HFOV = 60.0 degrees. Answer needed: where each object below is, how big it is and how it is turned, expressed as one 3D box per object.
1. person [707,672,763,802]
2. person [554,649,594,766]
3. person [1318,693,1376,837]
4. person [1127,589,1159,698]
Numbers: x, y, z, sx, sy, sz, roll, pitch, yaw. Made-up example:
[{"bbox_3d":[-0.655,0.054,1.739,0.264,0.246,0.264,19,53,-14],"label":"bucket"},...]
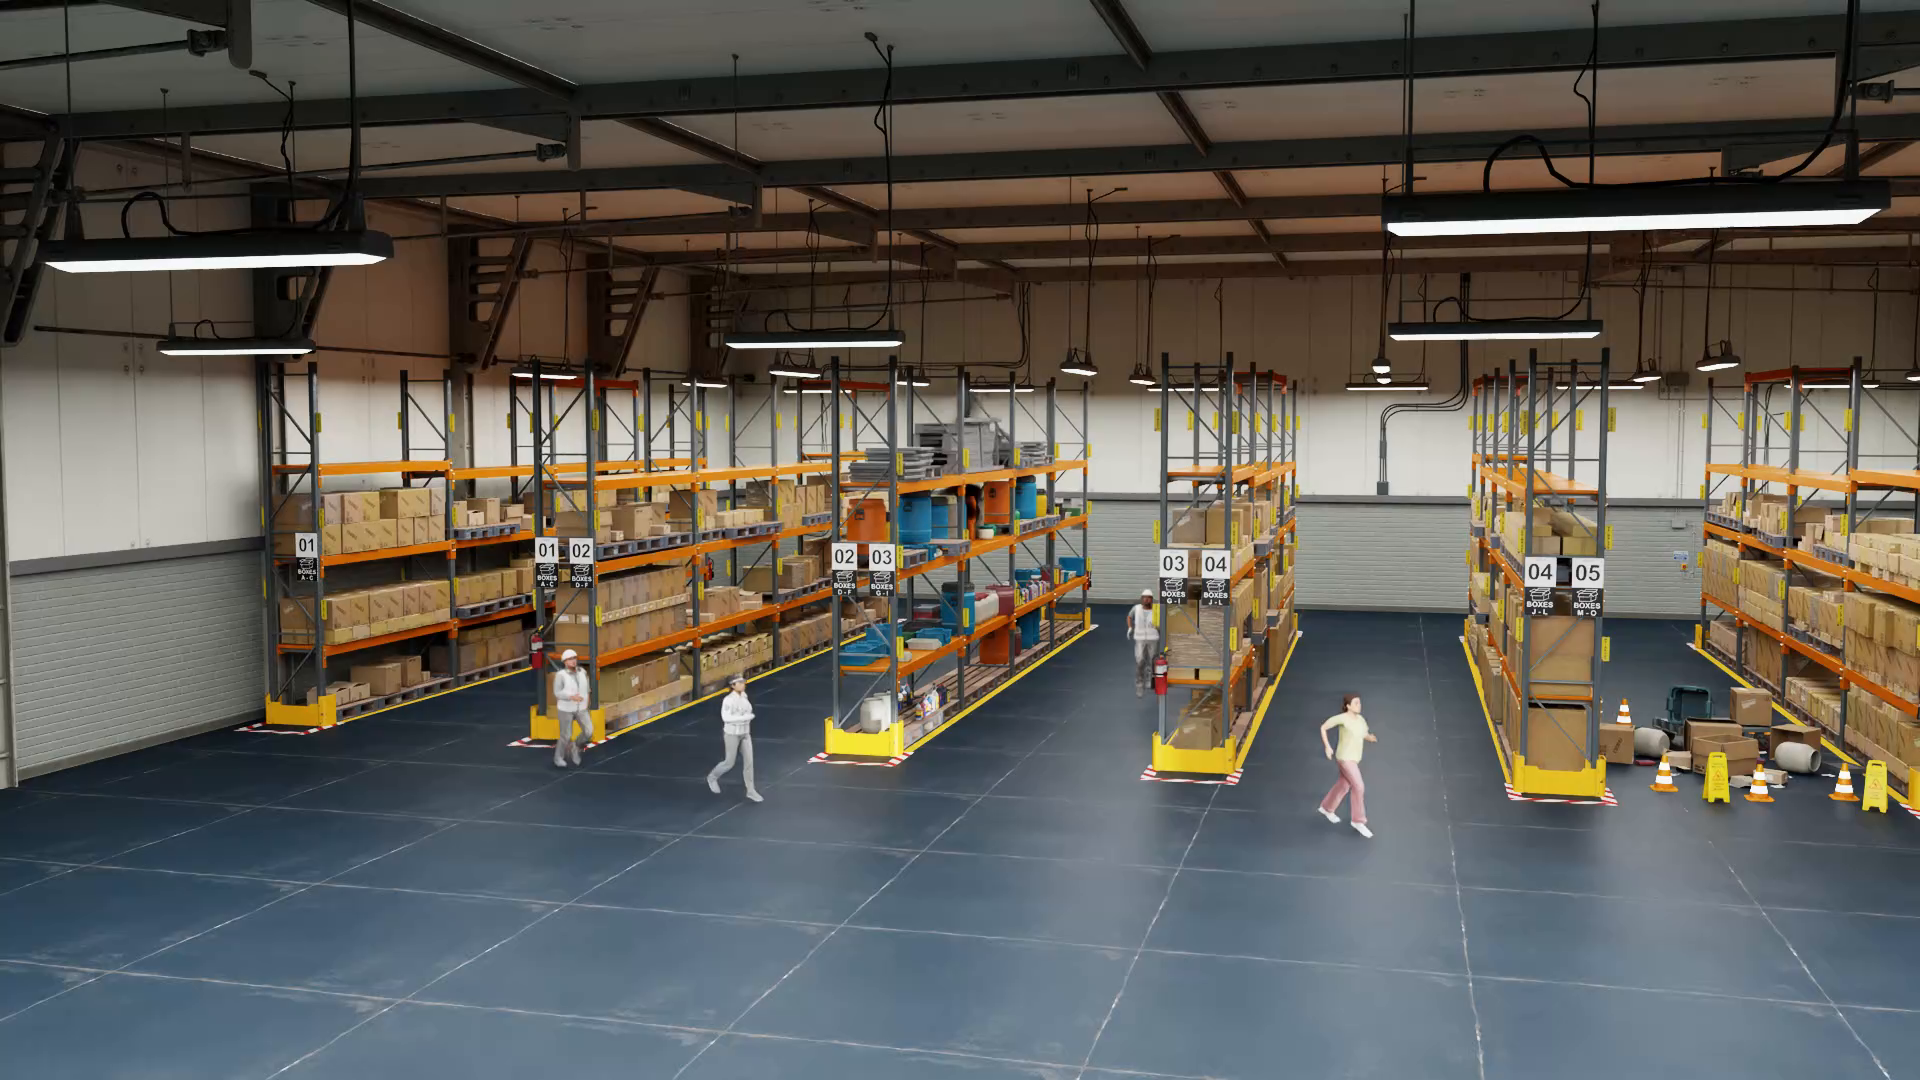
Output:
[{"bbox_3d":[-2.979,2.584,22.051,0.898,1.687,0.631,3,5,33],"label":"person"},{"bbox_3d":[-5.567,2.429,24.004,0.674,1.727,0.806,-3,5,-40],"label":"person"},{"bbox_3d":[4.746,2.720,20.412,0.547,1.715,0.843,-4,5,-41],"label":"person"},{"bbox_3d":[3.240,1.803,28.996,0.656,1.881,0.716,0,4,6],"label":"person"}]
